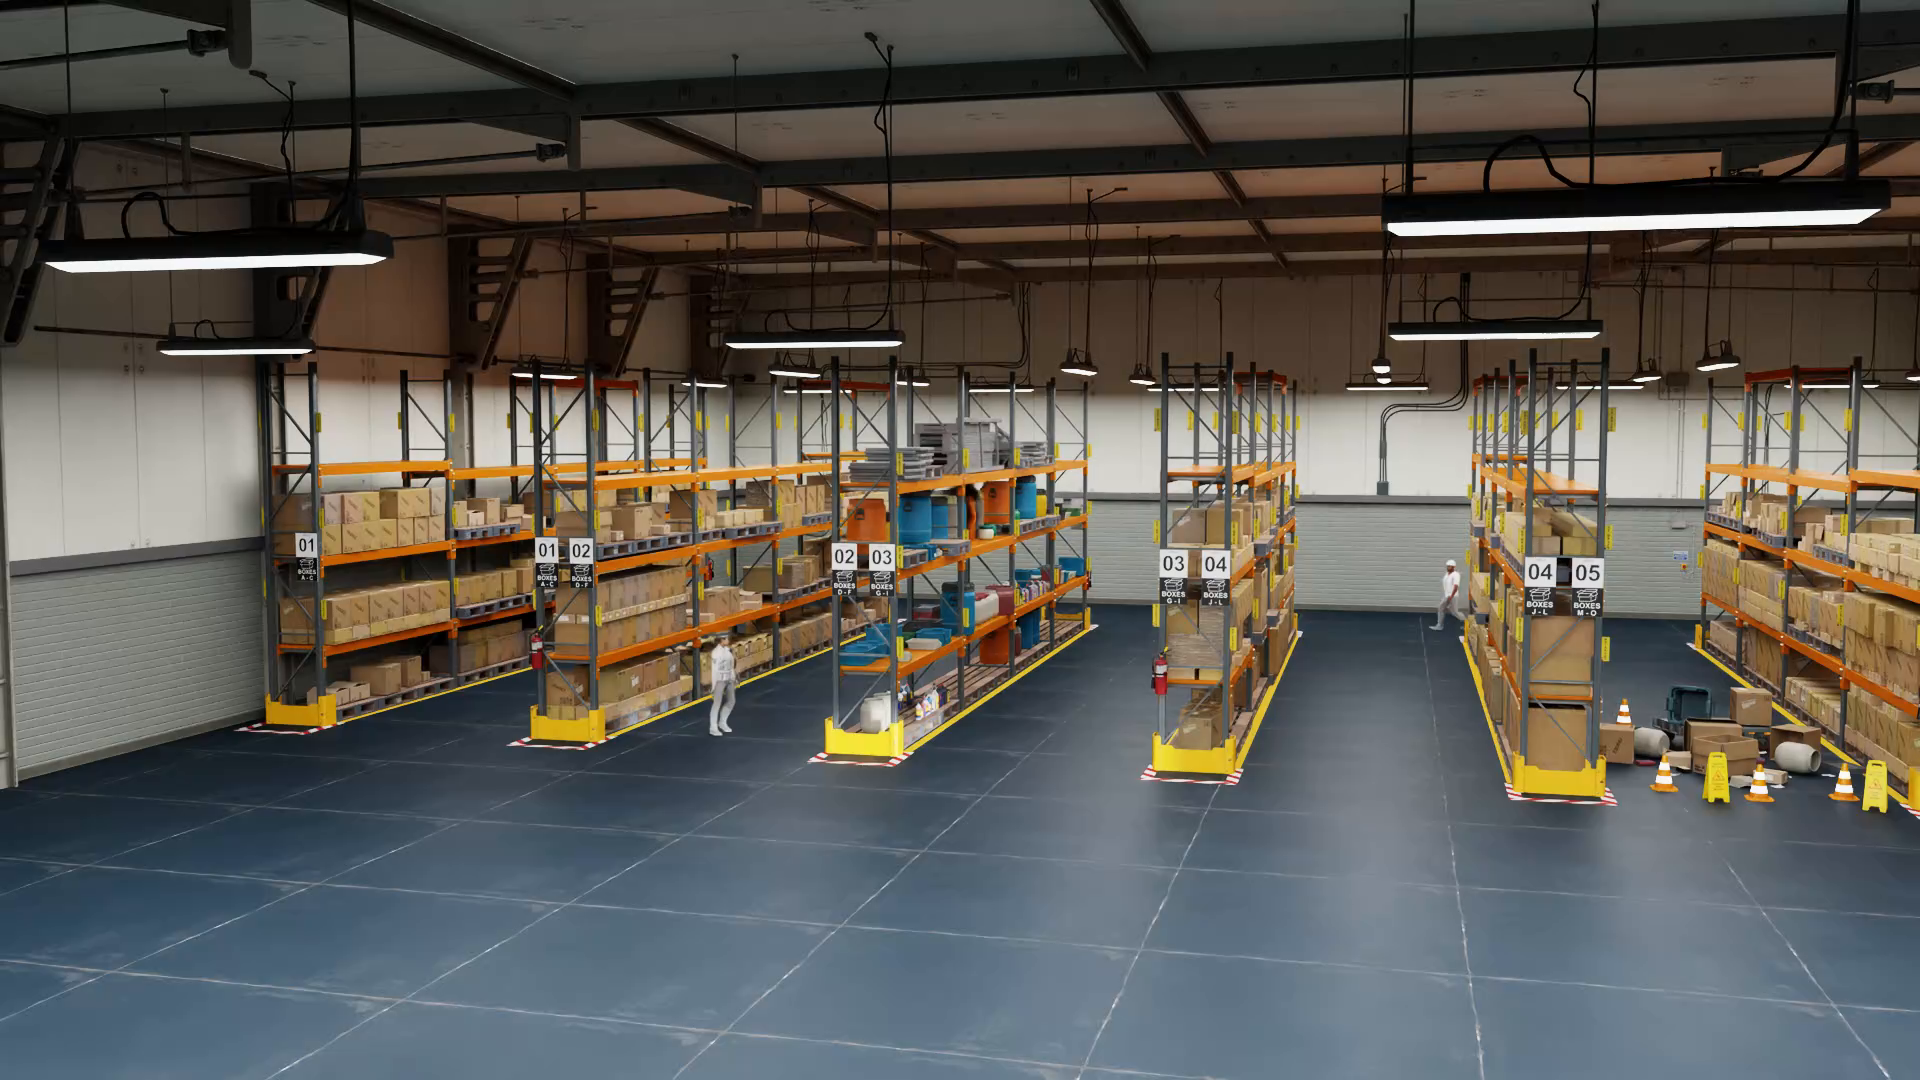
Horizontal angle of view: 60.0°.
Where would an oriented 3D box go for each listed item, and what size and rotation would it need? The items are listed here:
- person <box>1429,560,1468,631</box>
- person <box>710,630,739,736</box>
[{"bbox_3d":[11.787,1.338,39.865,0.985,1.726,0.677,1,4,9],"label":"person"},{"bbox_3d":[-3.819,2.278,26.690,0.373,1.670,0.526,1,4,20],"label":"person"}]
